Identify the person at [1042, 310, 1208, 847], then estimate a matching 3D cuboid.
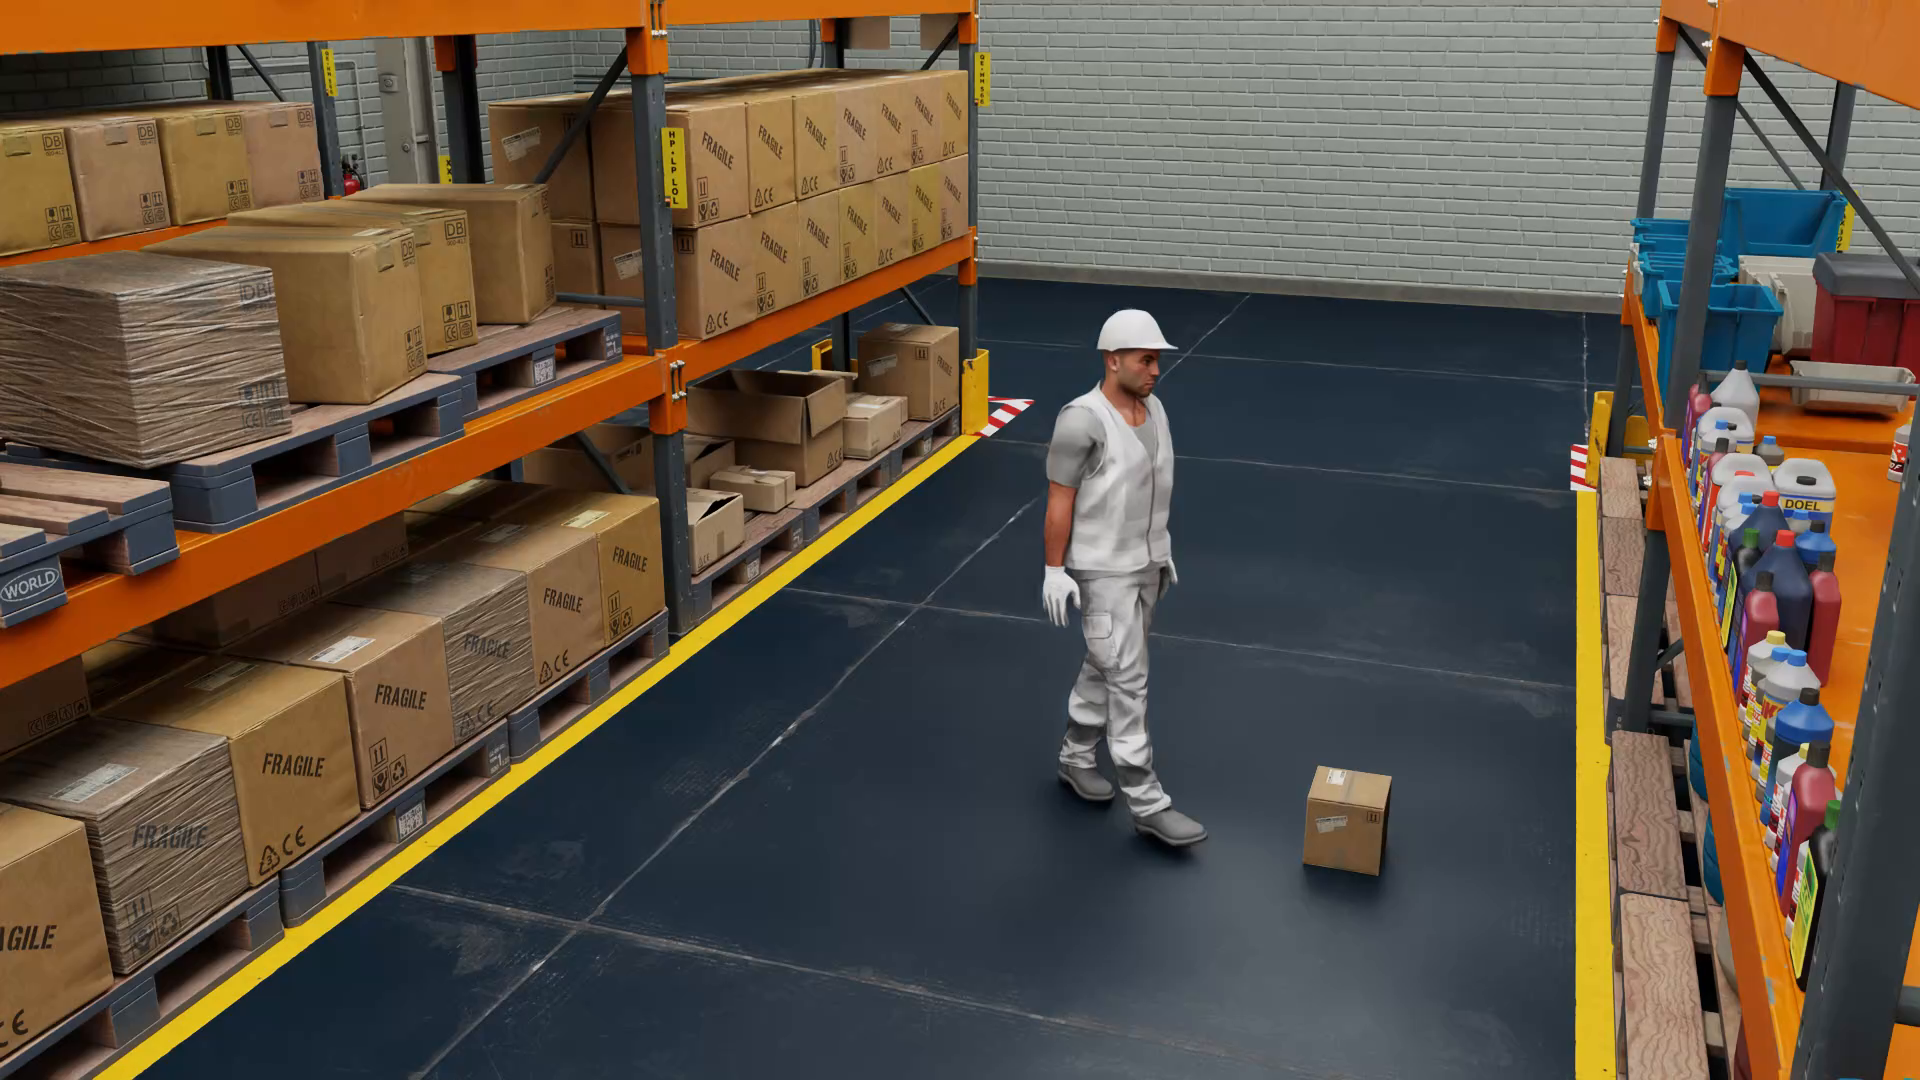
[{"bbox_3d":[0.631,0.119,5.644,0.758,1.767,0.583,17,25,42],"label":"person"}]
